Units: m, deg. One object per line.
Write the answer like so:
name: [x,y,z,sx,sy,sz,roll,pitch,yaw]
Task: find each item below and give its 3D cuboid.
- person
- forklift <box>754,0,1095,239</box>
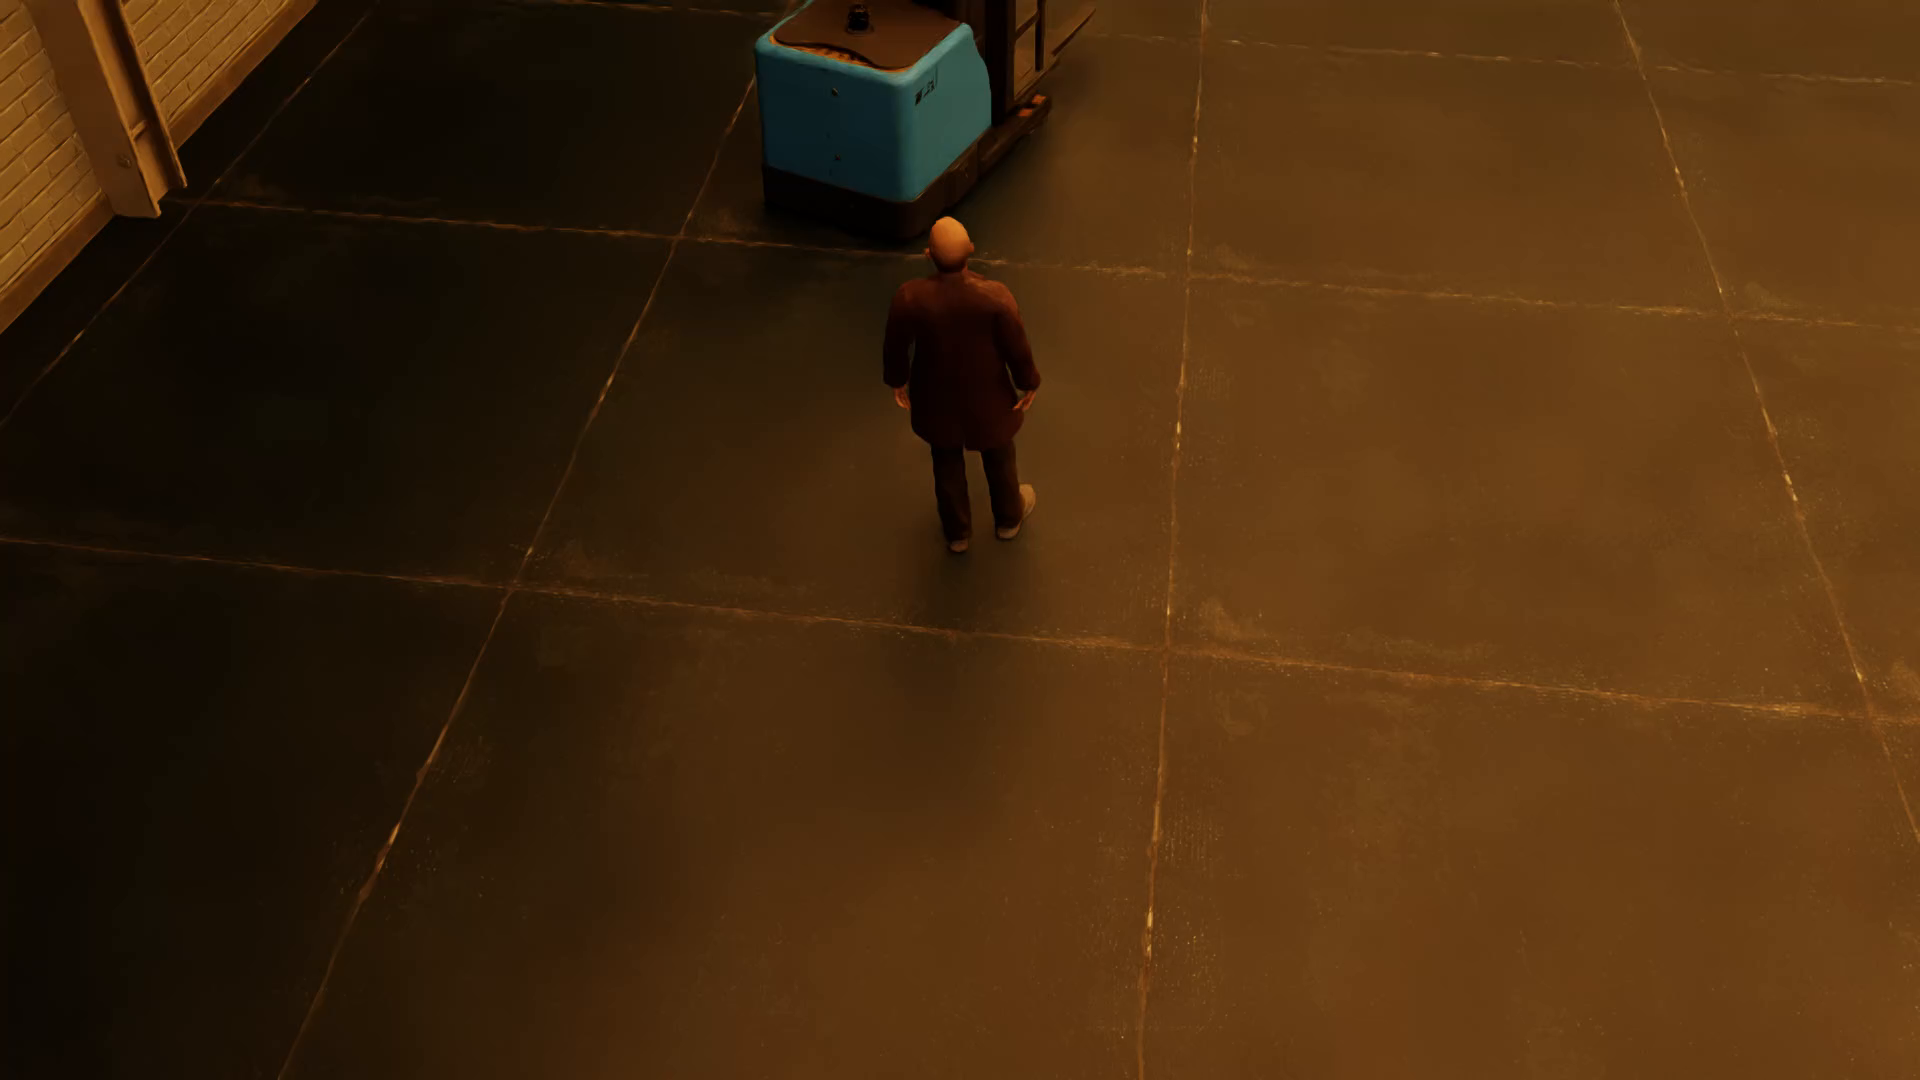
person: [0.017,-0.721,7.351,0.694,1.776,0.580,5,43,6]
forklift: [-0.053,-3.829,9.892,1.130,2.935,3.031,19,46,20]
